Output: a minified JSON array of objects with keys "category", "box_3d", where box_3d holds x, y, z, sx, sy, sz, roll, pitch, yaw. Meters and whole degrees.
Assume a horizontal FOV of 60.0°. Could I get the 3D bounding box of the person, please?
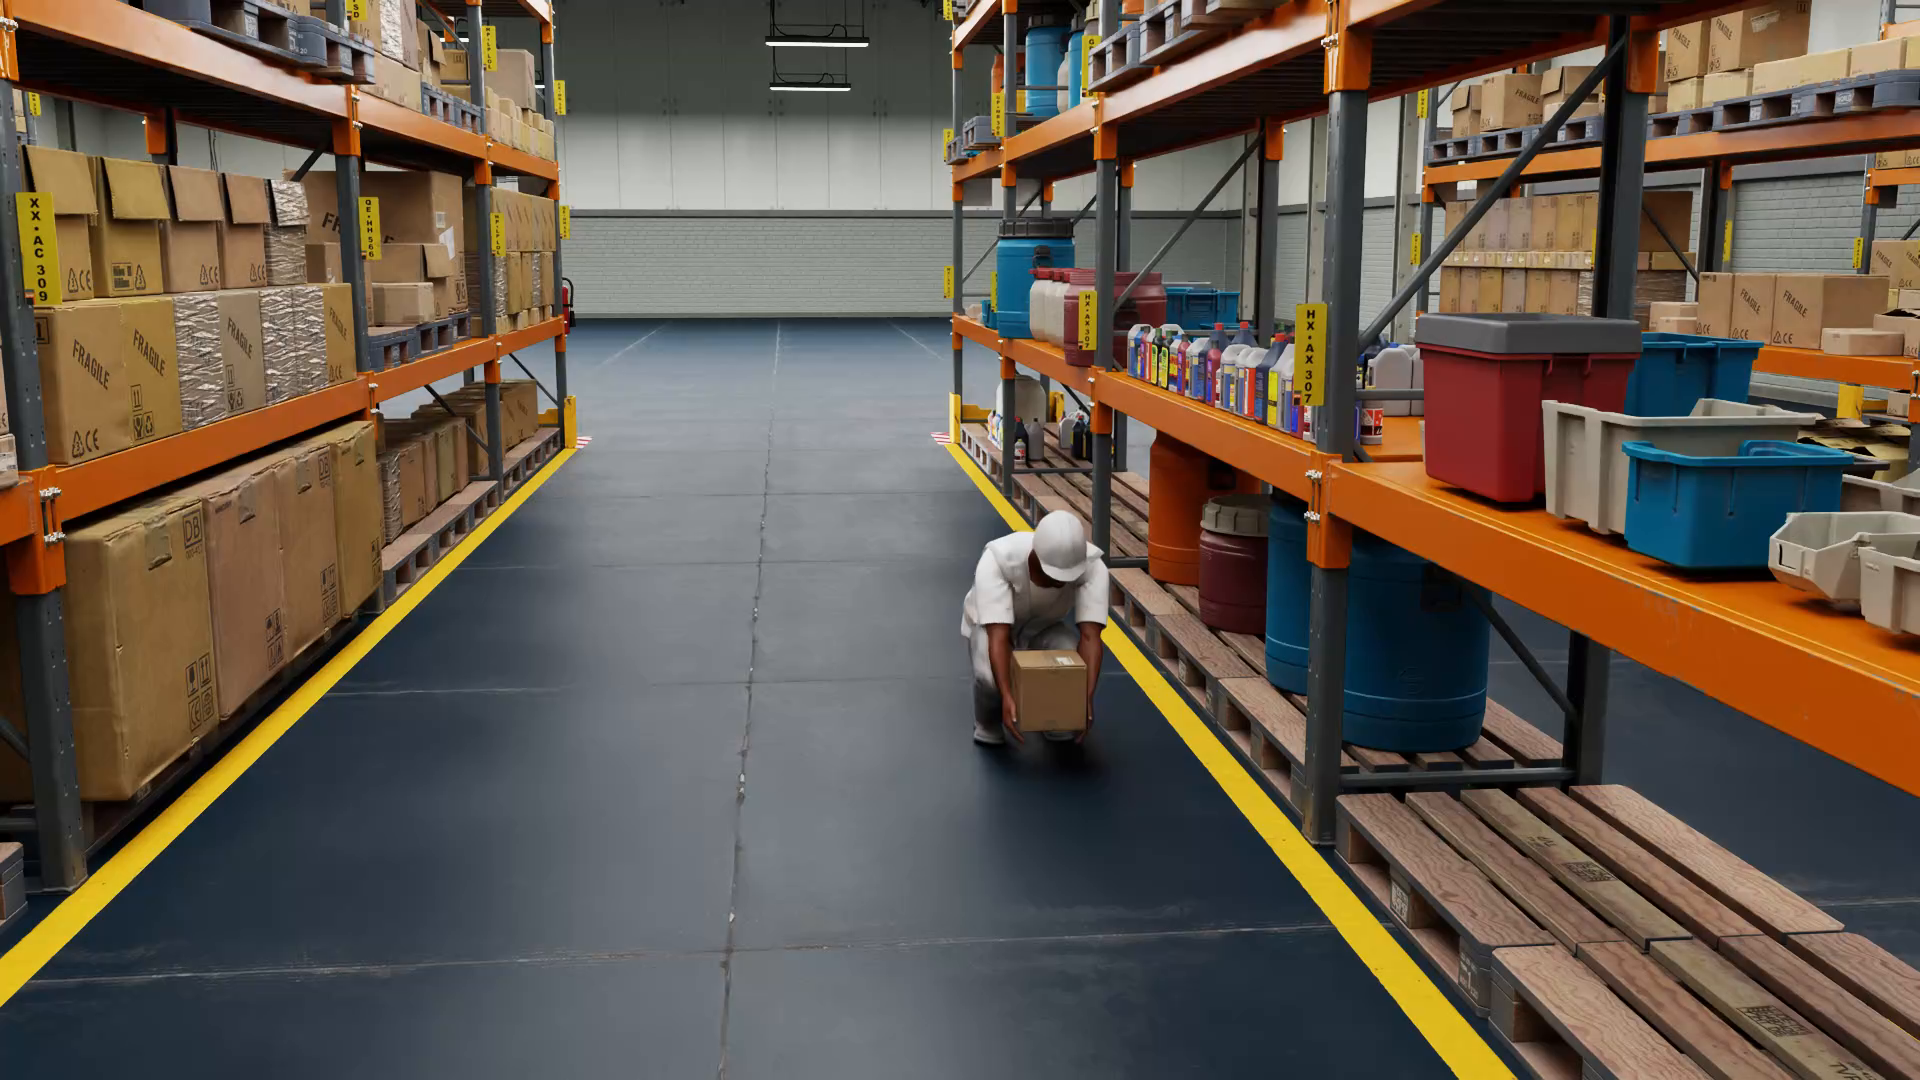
[{"category":"person","box_3d":[0.312,0.343,6.609,0.550,1.006,0.912,-2,10,-10]}]
